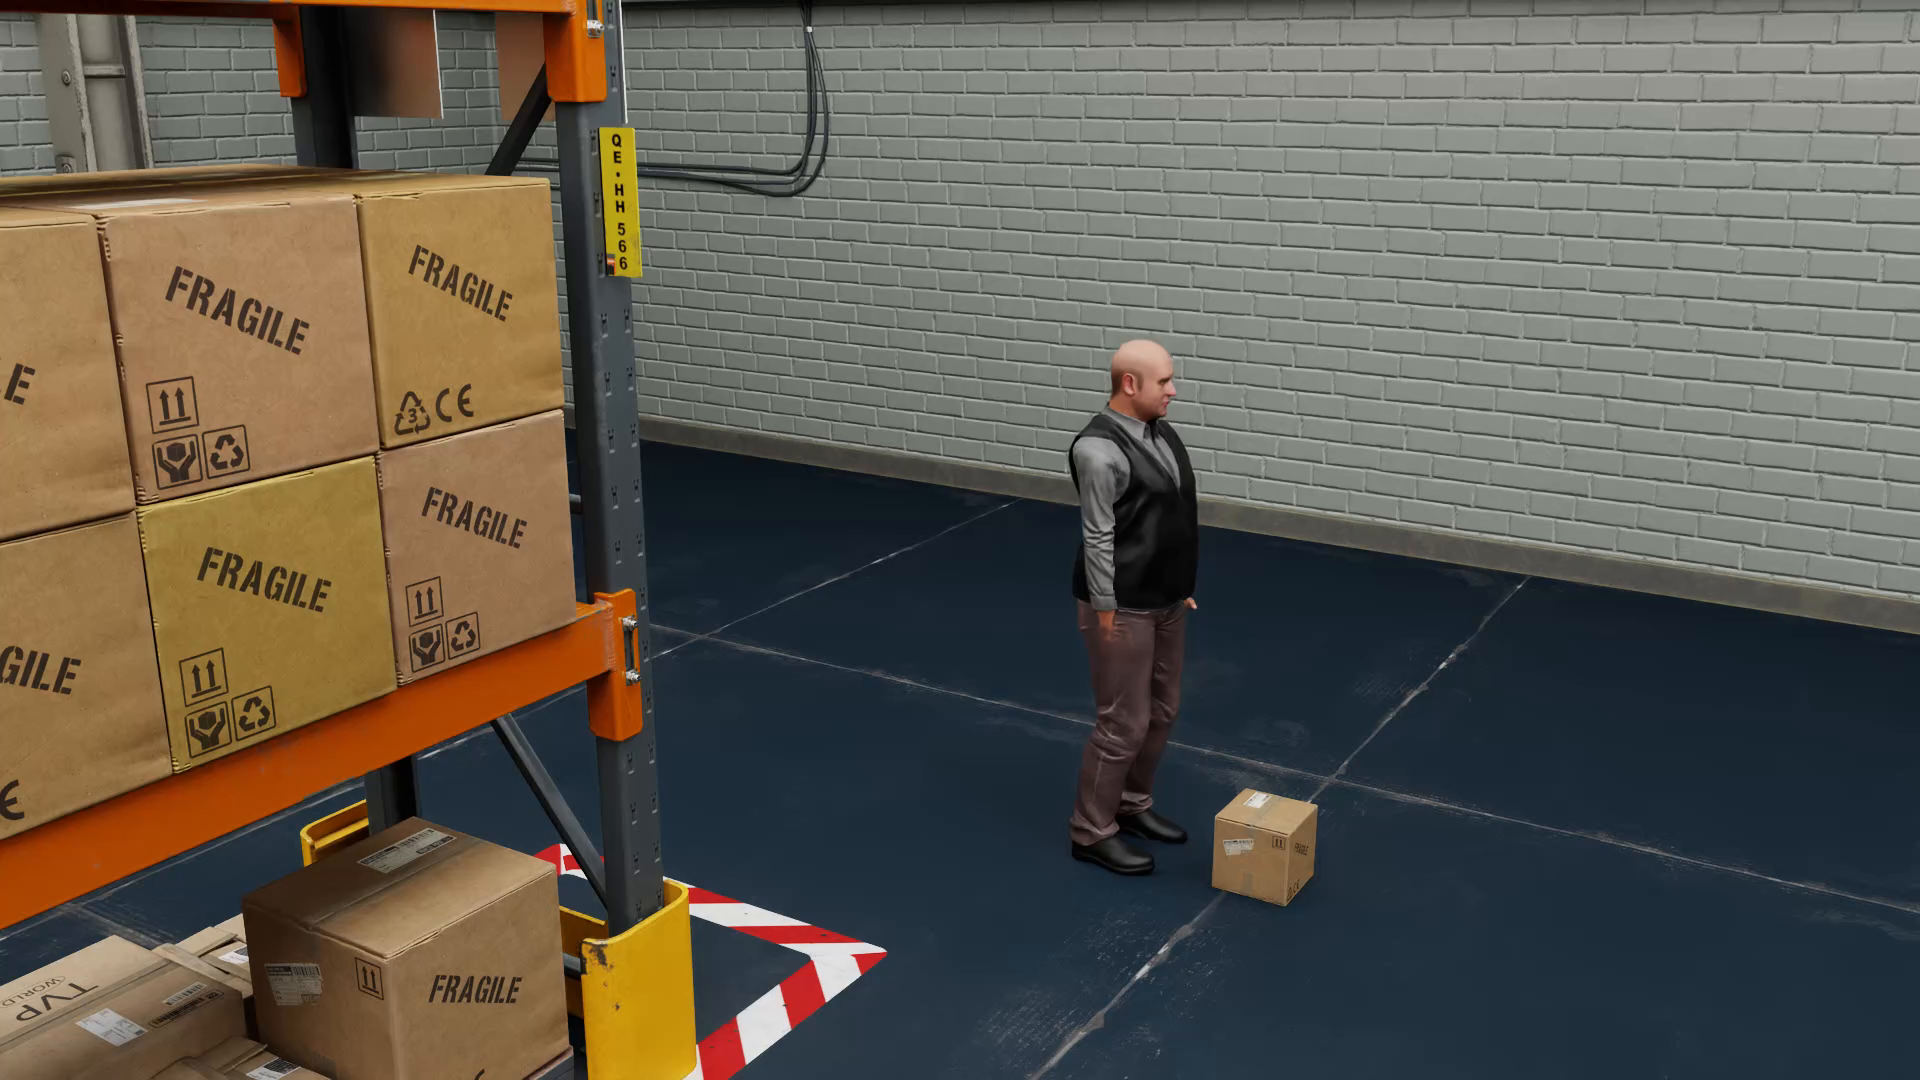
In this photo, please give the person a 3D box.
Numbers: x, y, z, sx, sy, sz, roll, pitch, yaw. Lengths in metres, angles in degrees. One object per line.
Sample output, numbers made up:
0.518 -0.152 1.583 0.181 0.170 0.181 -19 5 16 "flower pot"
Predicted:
0.572 0.209 5.387 0.359 1.724 0.533 10 19 31 "person"
